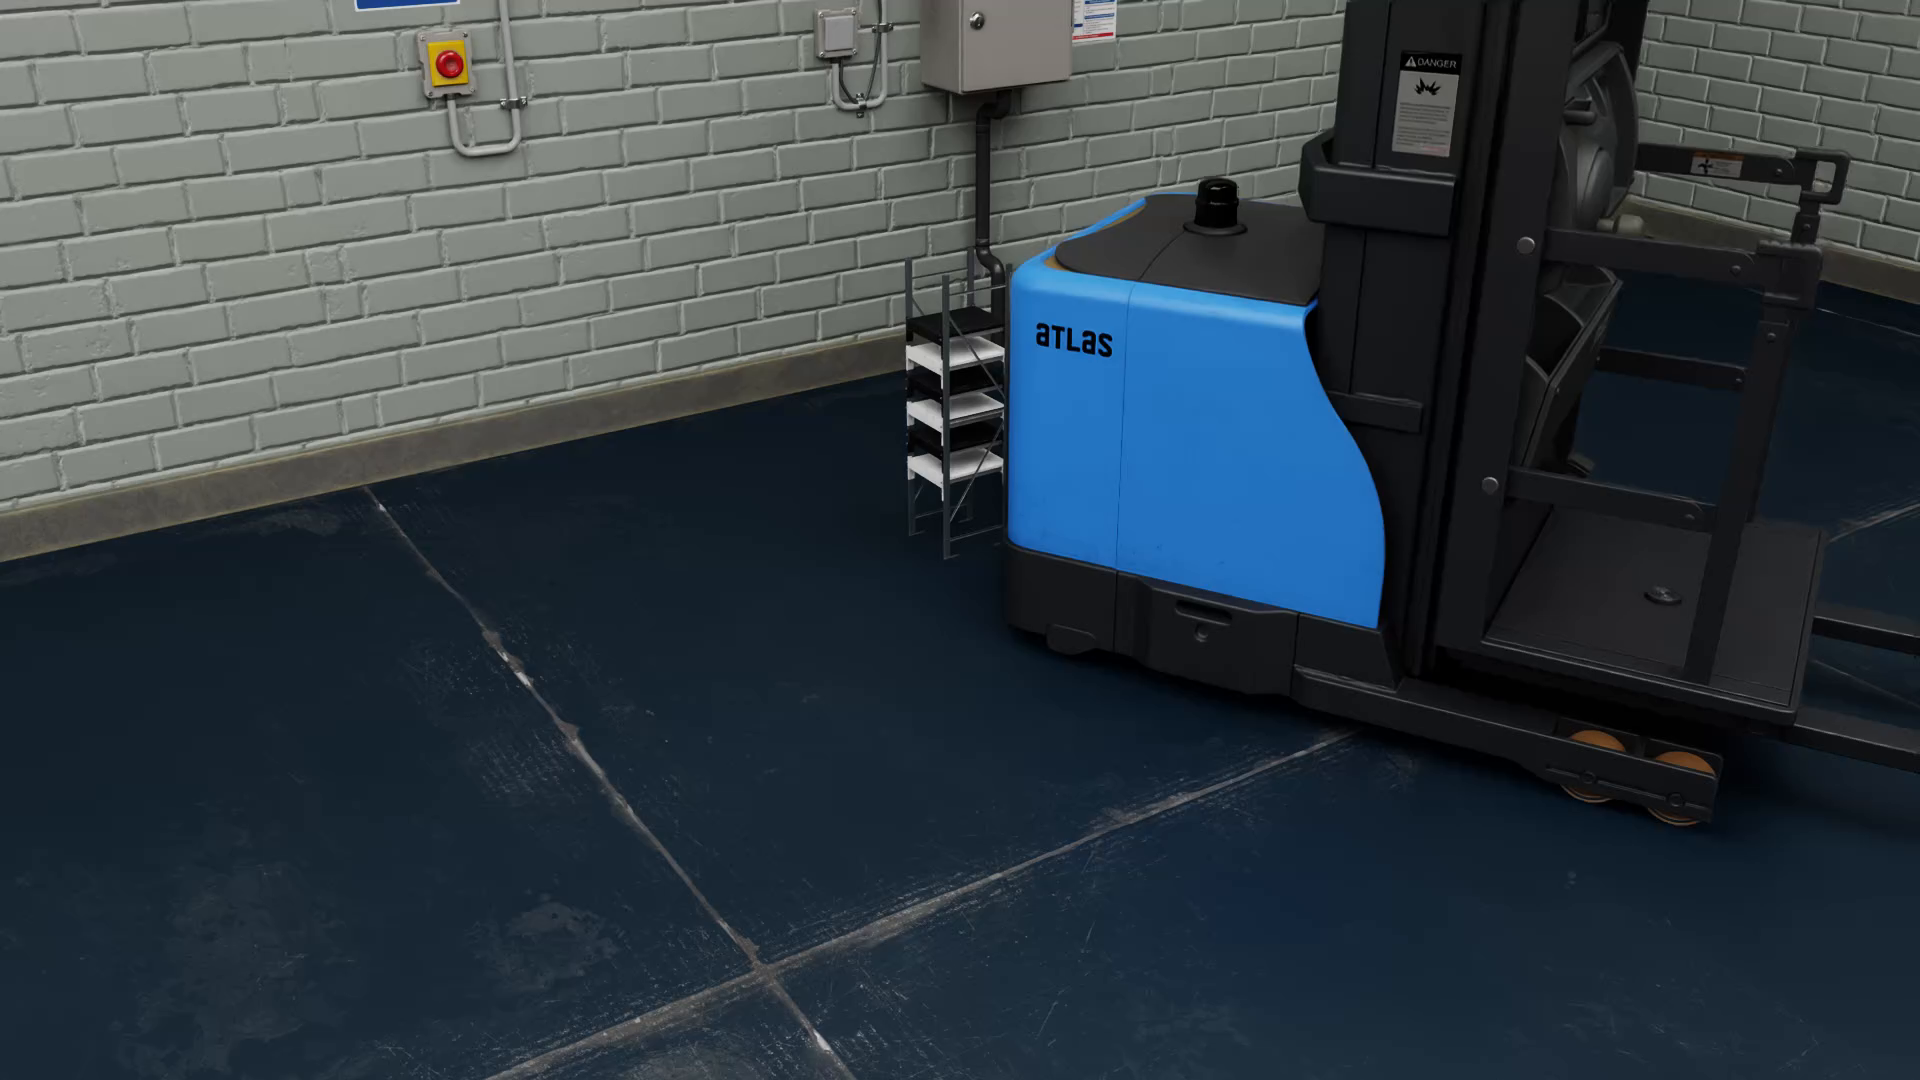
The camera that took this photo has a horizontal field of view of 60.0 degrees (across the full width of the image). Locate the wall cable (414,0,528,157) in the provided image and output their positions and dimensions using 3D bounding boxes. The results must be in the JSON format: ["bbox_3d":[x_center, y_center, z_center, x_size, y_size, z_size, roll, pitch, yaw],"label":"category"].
[{"bbox_3d":[-1.650,-2.103,4.965,0.585,1.953,0.123,-16,29,-30],"label":"wall cable"}]

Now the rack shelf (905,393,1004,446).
[{"bbox_3d":[-0.004,-0.380,5.078,0.258,0.077,0.200,-16,29,-30],"label":"rack shelf"}]

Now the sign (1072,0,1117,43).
[{"bbox_3d":[0.491,-2.213,6.536,0.329,0.494,0.001,-16,29,-30],"label":"sign"}]

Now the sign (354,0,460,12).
[{"bbox_3d":[-1.724,-1.763,5.153,0.327,0.218,0.001,-16,29,-30],"label":"sign"}]

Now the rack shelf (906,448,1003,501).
[{"bbox_3d":[-0.004,-0.217,5.155,0.258,0.077,0.200,-16,29,-30],"label":"rack shelf"}]

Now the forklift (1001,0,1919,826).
[{"bbox_3d":[1.658,-0.924,3.775,3.031,2.935,1.130,13,28,26],"label":"forklift"}]

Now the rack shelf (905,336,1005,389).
[{"bbox_3d":[-0.004,-0.542,5.001,0.258,0.077,0.200,-16,29,-30],"label":"rack shelf"}]

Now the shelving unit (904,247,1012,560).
[{"bbox_3d":[-0.004,-0.410,5.064,0.258,0.900,0.210,-16,29,-30],"label":"shelving unit"}]

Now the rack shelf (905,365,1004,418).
[{"bbox_3d":[-0.004,-0.461,5.040,0.258,0.077,0.200,-16,29,-30],"label":"rack shelf"}]

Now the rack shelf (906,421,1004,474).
[{"bbox_3d":[-0.004,-0.298,5.117,0.258,0.077,0.200,-16,29,-30],"label":"rack shelf"}]

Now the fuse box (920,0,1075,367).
[{"bbox_3d":[0.190,-1.484,6.390,0.539,1.711,0.414,-16,29,-30],"label":"fuse box"}]

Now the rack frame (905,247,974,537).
[{"bbox_3d":[-0.060,-0.446,5.141,0.240,0.900,0.006,-16,29,-30],"label":"rack frame"}]

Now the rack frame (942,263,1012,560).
[{"bbox_3d":[0.051,-0.373,4.987,0.240,0.900,0.006,-16,29,-30],"label":"rack frame"}]

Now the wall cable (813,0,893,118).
[{"bbox_3d":[-0.468,-2.424,5.681,0.588,1.984,0.122,-16,29,-30],"label":"wall cable"}]

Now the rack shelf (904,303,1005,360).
[{"bbox_3d":[-0.004,-0.624,4.963,0.258,0.077,0.200,-16,29,-30],"label":"rack shelf"}]
